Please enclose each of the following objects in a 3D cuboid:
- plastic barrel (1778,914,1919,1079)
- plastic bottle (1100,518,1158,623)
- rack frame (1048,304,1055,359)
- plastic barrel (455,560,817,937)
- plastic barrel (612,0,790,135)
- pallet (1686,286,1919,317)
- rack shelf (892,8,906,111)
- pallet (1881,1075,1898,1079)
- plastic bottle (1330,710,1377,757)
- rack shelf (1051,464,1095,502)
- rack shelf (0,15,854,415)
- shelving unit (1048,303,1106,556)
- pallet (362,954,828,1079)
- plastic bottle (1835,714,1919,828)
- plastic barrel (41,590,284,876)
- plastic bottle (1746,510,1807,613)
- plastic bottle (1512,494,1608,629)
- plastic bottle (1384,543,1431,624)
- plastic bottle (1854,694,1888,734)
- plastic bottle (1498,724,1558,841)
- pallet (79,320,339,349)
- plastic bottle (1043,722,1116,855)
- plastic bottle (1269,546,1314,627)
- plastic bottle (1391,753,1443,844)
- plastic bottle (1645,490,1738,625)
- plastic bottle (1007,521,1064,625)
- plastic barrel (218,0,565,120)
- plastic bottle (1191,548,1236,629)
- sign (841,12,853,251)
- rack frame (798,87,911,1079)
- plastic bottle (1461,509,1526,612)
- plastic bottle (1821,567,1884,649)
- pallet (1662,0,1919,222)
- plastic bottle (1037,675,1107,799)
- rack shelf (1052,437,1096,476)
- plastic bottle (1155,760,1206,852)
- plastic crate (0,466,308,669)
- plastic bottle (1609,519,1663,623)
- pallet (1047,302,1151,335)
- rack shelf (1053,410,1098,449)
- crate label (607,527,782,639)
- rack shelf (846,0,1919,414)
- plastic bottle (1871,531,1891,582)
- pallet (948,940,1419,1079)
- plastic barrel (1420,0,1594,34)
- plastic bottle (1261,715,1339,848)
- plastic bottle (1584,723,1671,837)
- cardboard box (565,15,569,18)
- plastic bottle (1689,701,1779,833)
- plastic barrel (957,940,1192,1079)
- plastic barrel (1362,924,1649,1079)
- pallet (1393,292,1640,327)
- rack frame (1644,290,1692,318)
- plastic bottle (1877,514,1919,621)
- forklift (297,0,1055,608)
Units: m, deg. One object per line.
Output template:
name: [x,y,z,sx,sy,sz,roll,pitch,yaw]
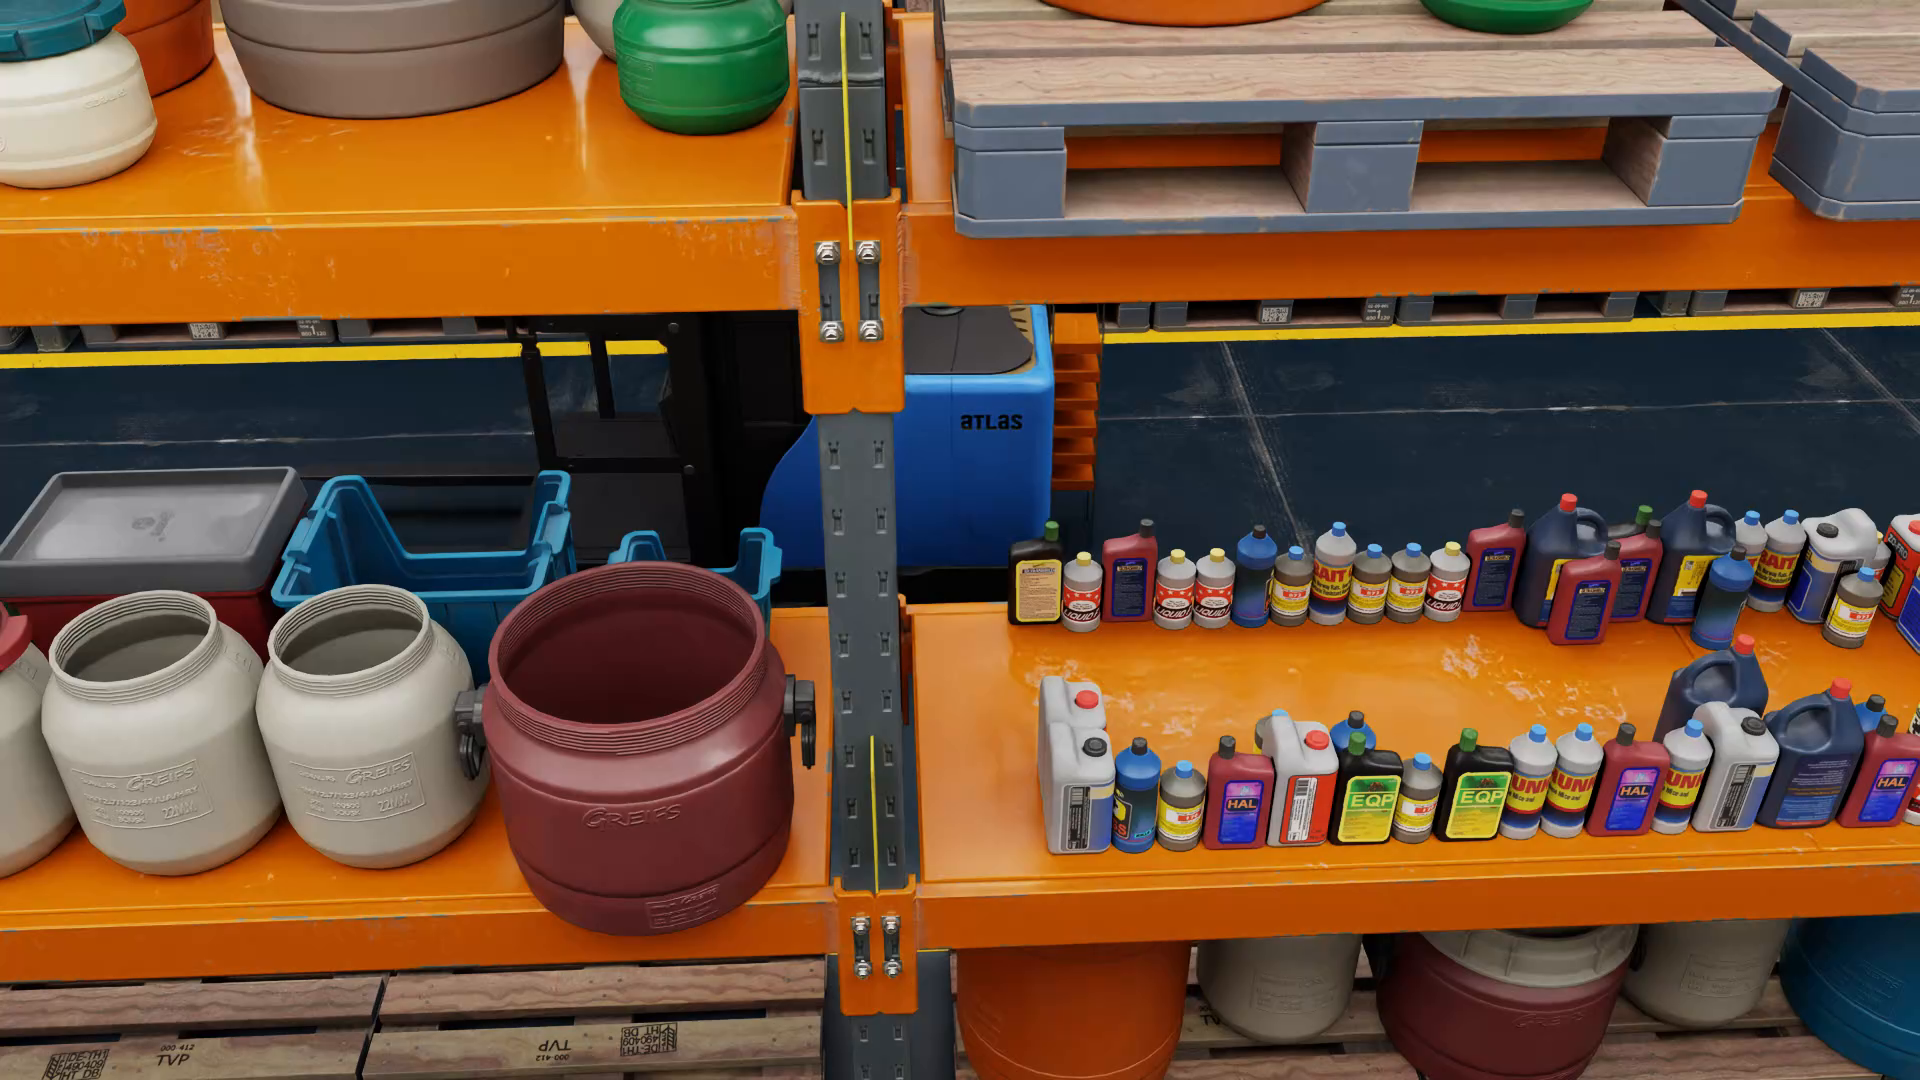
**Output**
plastic barrel: [2.546,0.892,4.300,0.708,0.901,0.600,-2,35,-2]
plastic bottle: [0.417,0.074,4.109,0.133,0.283,0.061,-2,35,-2]
rack frame: [0.340,-0.495,6.410,0.006,1.200,0.240,0,35,-1]
plastic barrel: [-0.647,0.415,3.395,0.708,0.536,0.600,-2,35,-2]
plastic barrel: [-0.442,-0.848,2.840,0.294,0.245,0.294,0,35,0]
pallet: [4.253,-1.509,8.745,1.213,0.211,1.003,-2,35,-2]
rack shelf: [1.569,-2.288,8.052,4.000,0.370,1.077,-2,35,-2]
pallet: [3.025,1.322,4.654,1.213,0.211,1.003,-2,35,-2]
plastic bottle: [0.826,0.476,3.539,0.097,0.271,0.097,0,35,0]
rack shelf: [0.432,-0.261,6.573,0.180,0.103,0.258,0,35,-1]
rack shelf: [-2.195,-0.598,2.974,4.000,0.370,1.077,-2,35,-2]
shelving unit: [0.432,-0.495,6.411,0.189,1.200,0.258,0,35,-1]
pallet: [-0.973,1.431,4.496,1.213,0.211,1.003,-2,35,-2]
plastic bottle: [1.956,0.486,3.514,0.133,0.283,0.061,-2,35,-2]
plastic barrel: [-1.636,0.400,3.437,0.421,0.512,0.421,0,35,0]
plastic bottle: [2.044,0.046,4.161,0.097,0.271,0.097,0,35,0]
plastic bottle: [1.489,0.041,4.098,0.185,0.351,0.144,-2,35,-2]
plastic bottle: [1.116,0.099,4.145,0.097,0.201,0.097,0,35,0]
plastic bottle: [1.934,0.446,3.582,0.097,0.271,0.097,0,35,0]
plastic bottle: [1.193,0.501,3.503,0.097,0.271,0.097,0,35,0]
pallet: [-3.690,-1.318,8.468,1.213,0.211,1.003,-2,35,-2]
plastic bottle: [0.250,0.509,3.488,0.135,0.276,0.152,-2,35,-2]
plastic bottle: [0.825,0.107,4.134,0.097,0.201,0.097,0,35,0]
plastic bottle: [0.963,0.536,3.514,0.097,0.201,0.097,0,35,0]
plastic bottle: [1.807,0.033,4.110,0.185,0.351,0.144,-2,35,-2]
plastic bottle: [0.186,0.080,4.100,0.133,0.283,0.061,-2,35,-2]
plastic barrel: [-1.028,-1.255,2.851,0.600,0.901,0.600,0,35,0]
plastic bottle: [0.630,0.113,4.126,0.097,0.201,0.097,0,35,0]
sign: [-0.164,-0.592,2.426,0.005,0.325,0.100,-2,35,-2]
rack frame: [-0.198,0.286,3.701,0.127,3.000,1.000,-2,35,-2]
plastic bottle: [1.328,0.050,4.145,0.133,0.283,0.061,-2,35,-2]
plastic bottle: [2.186,0.157,4.061,0.097,0.201,0.097,0,35,0]
pallet: [1.887,-0.869,2.900,1.213,0.211,1.003,-2,35,-2]
plastic bottle: [0.243,0.423,3.613,0.135,0.276,0.152,-2,35,-2]
rack shelf: [0.432,-0.360,6.505,0.180,0.103,0.258,0,35,-1]
plastic bottle: [0.464,0.549,3.495,0.097,0.201,0.097,0,35,0]
plastic crate: [-1.826,0.129,3.871,0.583,0.464,0.402,-2,35,-2]
plastic bottle: [1.649,0.076,4.107,0.133,0.283,0.061,-2,35,-2]
pallet: [0.319,-1.382,8.561,1.213,0.211,1.003,-2,35,-2]
rack shelf: [0.432,-0.459,6.436,0.180,0.103,0.258,0,35,-1]
crate label: [-0.636,0.153,4.040,0.416,0.233,0.303,-2,35,-2]
rack shelf: [1.800,-0.706,3.130,4.000,0.370,1.077,-2,35,-2]
plastic bottle: [2.276,0.068,4.190,0.097,0.201,0.097,0,35,0]
pallet: [0.588,1.388,4.559,1.213,0.211,1.003,-2,35,-2]
plastic barrel: [0.872,-0.954,2.625,0.294,0.245,0.294,0,35,0]
plastic bottle: [0.712,0.497,3.506,0.135,0.276,0.152,-2,35,-2]
plastic bottle: [1.406,0.501,3.493,0.133,0.283,0.061,-2,35,-2]
cardboard box: [-2.104,-2.517,7.663,0.500,0.500,0.500,-3,35,-5]
plastic bottle: [1.635,0.472,3.542,0.135,0.276,0.152,-2,35,-2]
plastic barrel: [0.290,0.983,4.232,0.708,0.830,0.600,-2,35,-2]
plastic barrel: [1.418,1.051,4.345,0.708,0.588,0.600,-2,35,-2]
pallet: [2.757,-1.448,8.656,1.213,0.211,1.003,-2,35,-2]
rack frame: [3.567,-2.638,7.925,0.127,3.000,1.000,-2,35,-2]
plastic bottle: [2.393,0.050,4.151,0.135,0.276,0.152,-2,35,-2]
forklift: [-1.180,-1.137,5.818,3.031,2.935,1.130,0,35,-1]
